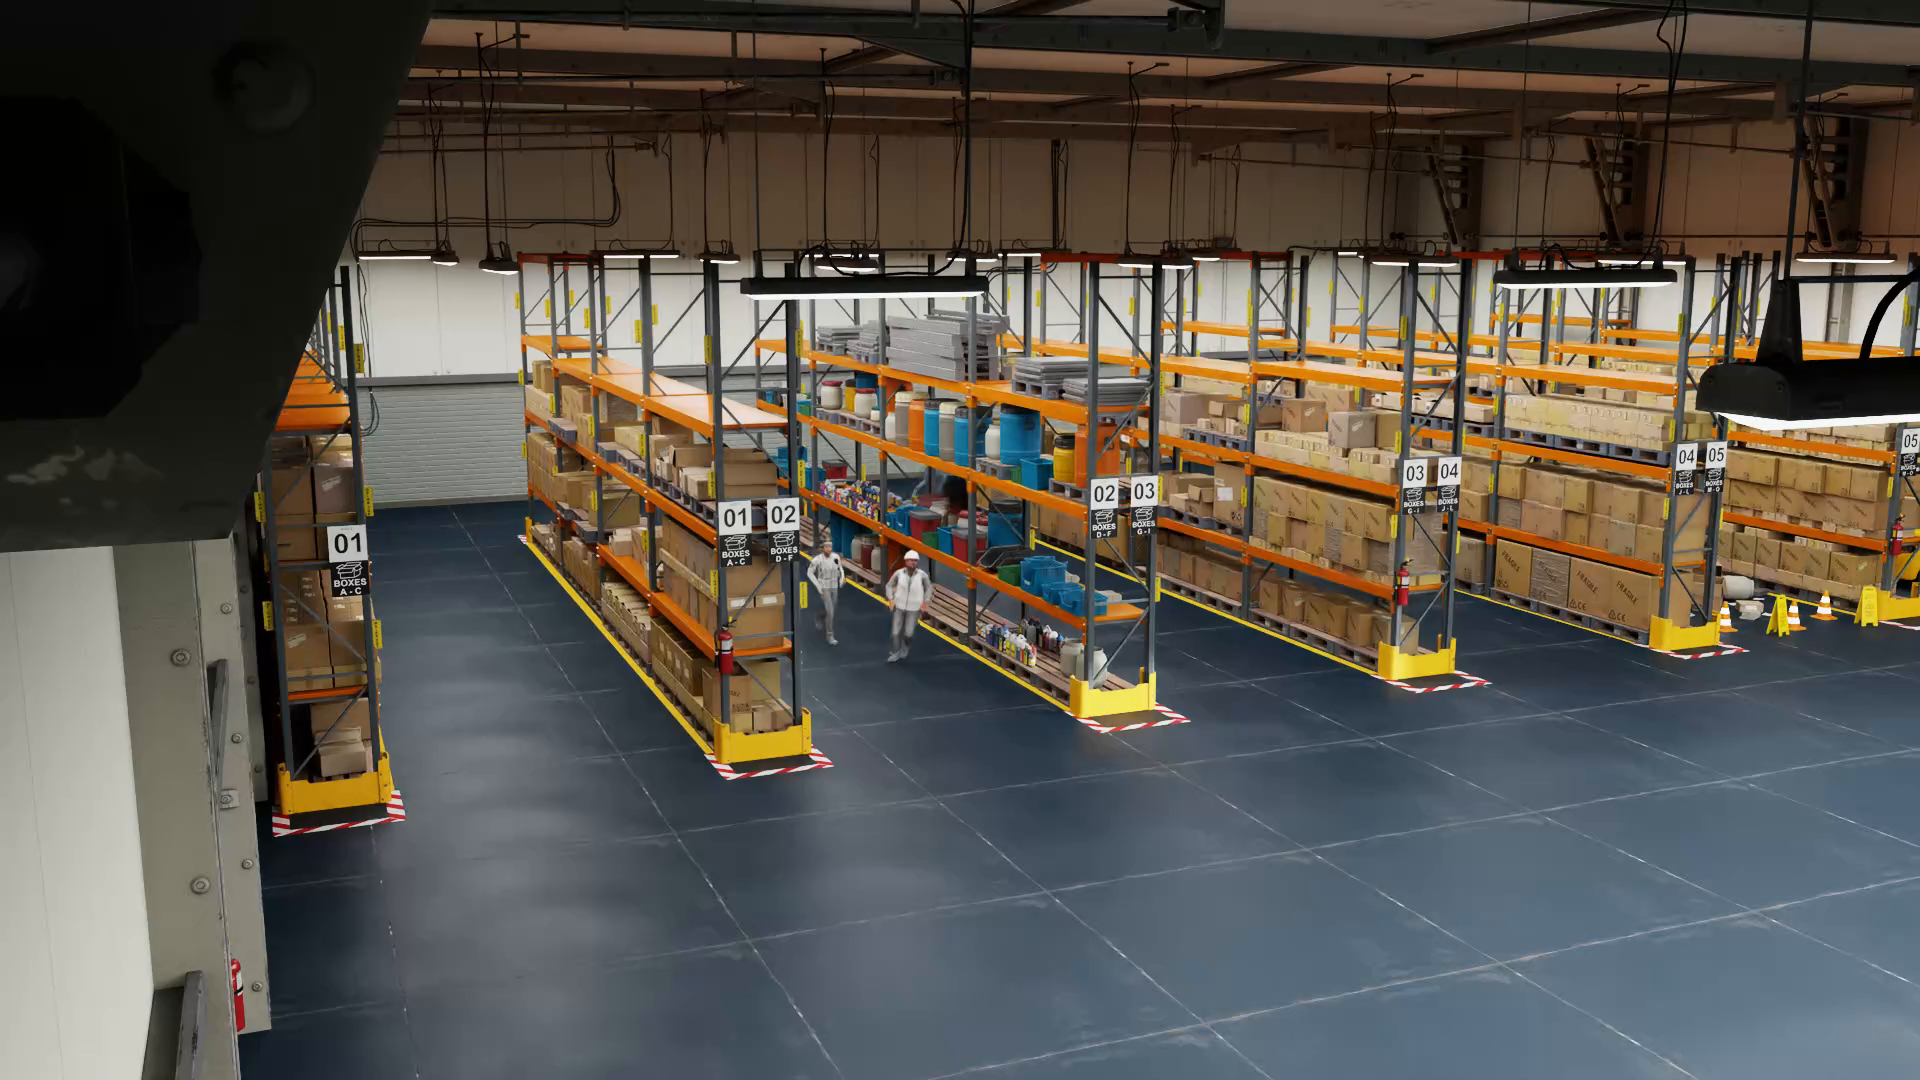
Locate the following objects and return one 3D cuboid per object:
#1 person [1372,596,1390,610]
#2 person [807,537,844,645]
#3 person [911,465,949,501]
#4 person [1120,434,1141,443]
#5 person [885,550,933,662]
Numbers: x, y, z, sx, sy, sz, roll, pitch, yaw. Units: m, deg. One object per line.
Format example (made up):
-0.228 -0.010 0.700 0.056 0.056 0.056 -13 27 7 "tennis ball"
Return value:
7.356 0.376 28.133 0.665 1.700 0.762 -8 13 -38 "person"
-2.122 0.770 26.235 0.616 1.708 0.695 -6 12 -32 "person"
-0.681 -1.690 39.520 0.963 1.773 0.691 -2 11 -11 "person"
4.190 -2.043 41.382 0.656 1.741 0.627 4 11 20 "person"
-0.770 1.001 24.792 0.710 1.706 0.505 1 10 4 "person"
